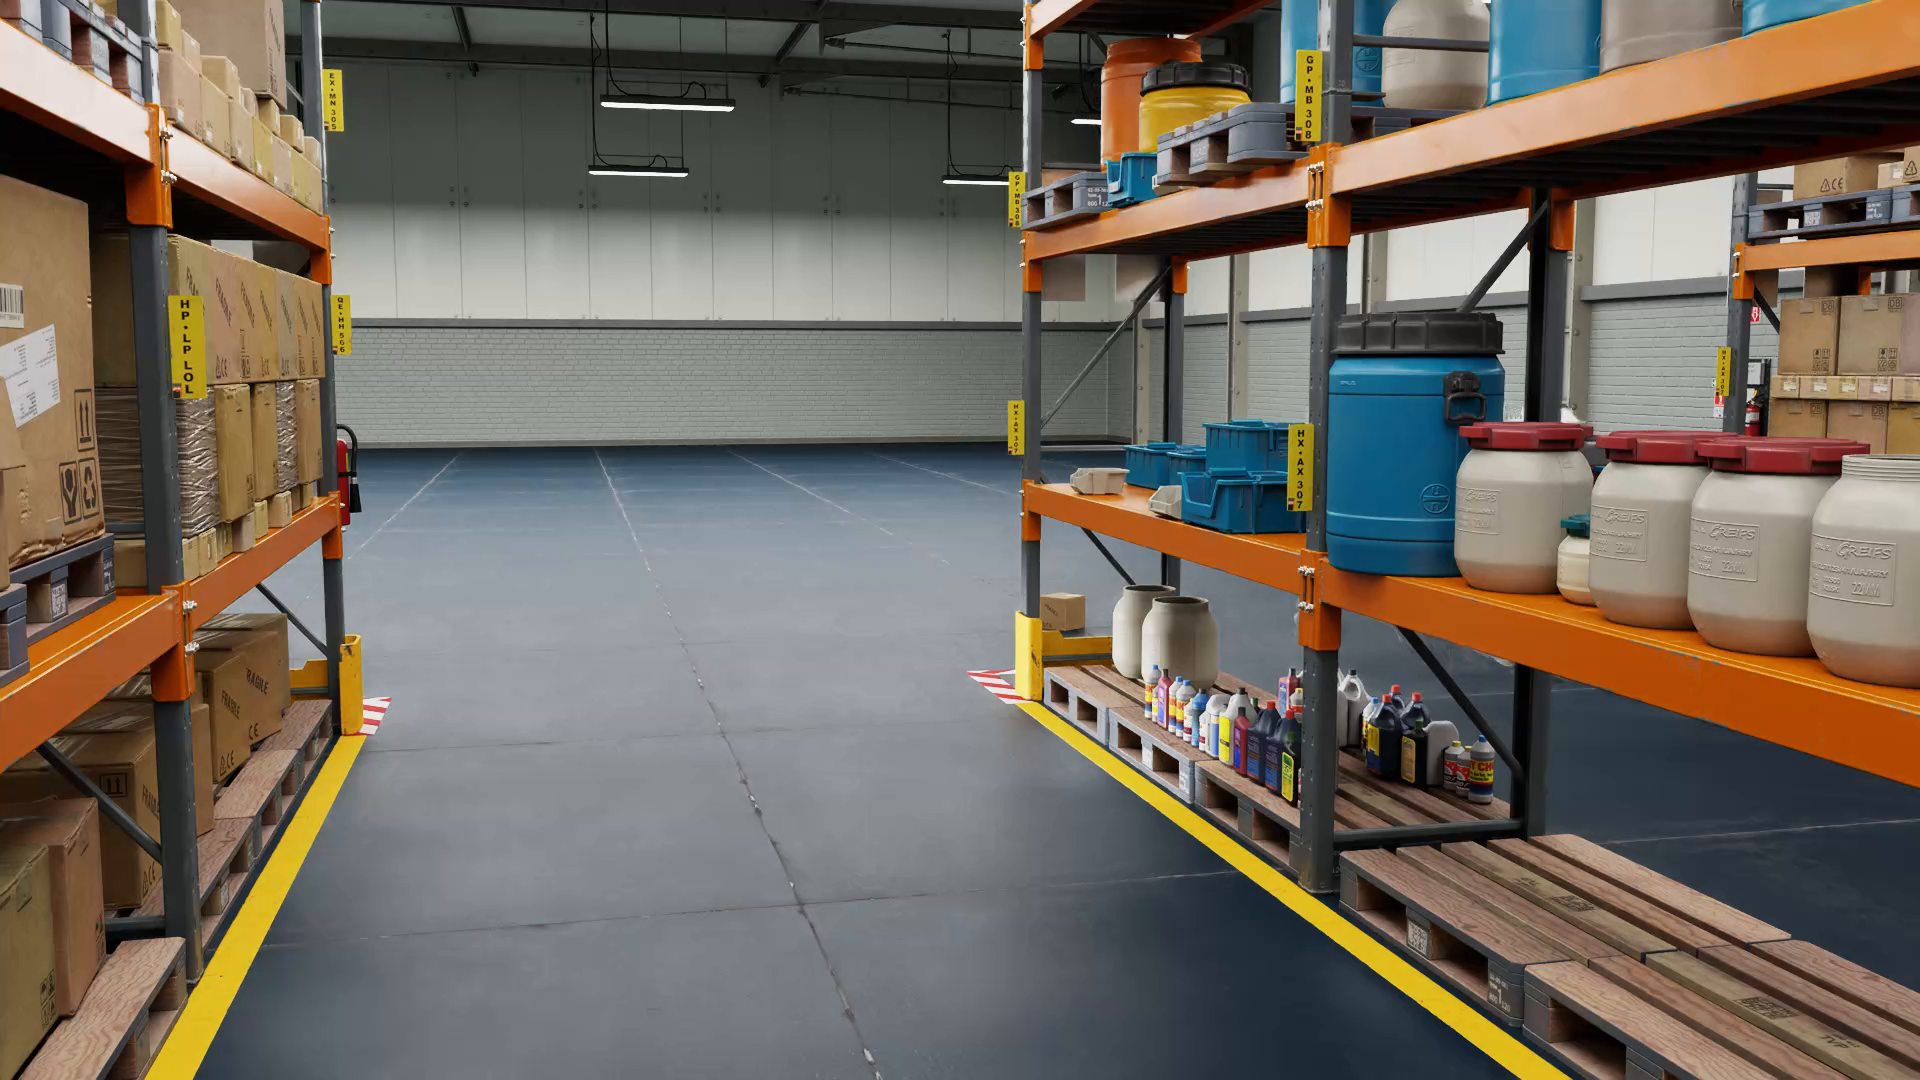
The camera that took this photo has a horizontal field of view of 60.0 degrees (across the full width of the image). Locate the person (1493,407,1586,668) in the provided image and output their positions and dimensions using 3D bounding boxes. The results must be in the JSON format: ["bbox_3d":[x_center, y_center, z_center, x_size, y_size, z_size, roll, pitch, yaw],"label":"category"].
[{"bbox_3d":[3.807,0.032,10.531,0.949,1.739,0.544,4,7,32],"label":"person"}]
